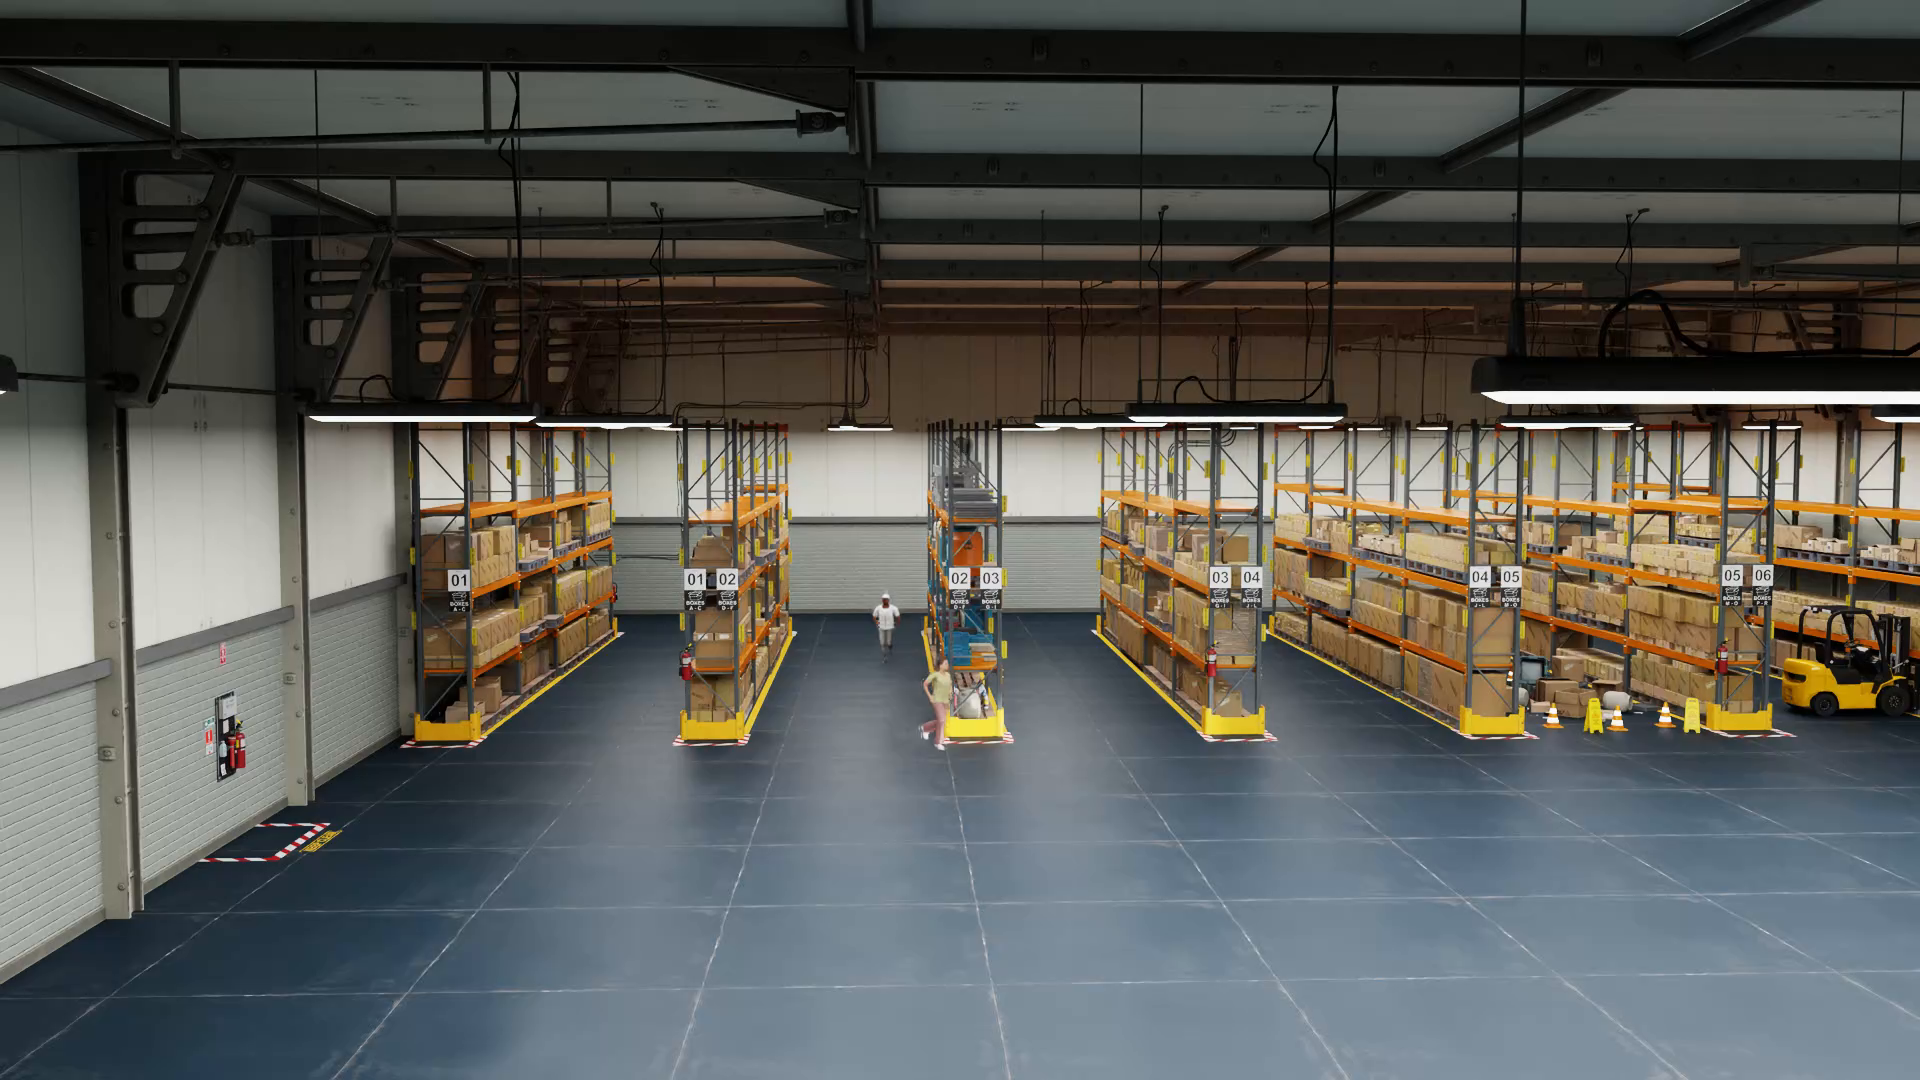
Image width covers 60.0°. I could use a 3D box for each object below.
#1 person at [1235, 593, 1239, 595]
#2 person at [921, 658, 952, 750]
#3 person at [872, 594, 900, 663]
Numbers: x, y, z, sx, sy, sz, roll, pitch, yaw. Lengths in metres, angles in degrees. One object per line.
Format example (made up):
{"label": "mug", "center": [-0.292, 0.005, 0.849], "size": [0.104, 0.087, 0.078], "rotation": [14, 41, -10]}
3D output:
{"label": "person", "center": [7.161, 2.072, 44.295], "size": [0.759, 1.643, 0.688], "rotation": [0, 4, -6]}
{"label": "person", "center": [-0.390, 2.978, 30.473], "size": [0.627, 1.650, 0.744], "rotation": [-3, 5, -43]}
{"label": "person", "center": [-1.852, 2.208, 41.579], "size": [0.703, 1.723, 0.588], "rotation": [0, 4, 4]}
